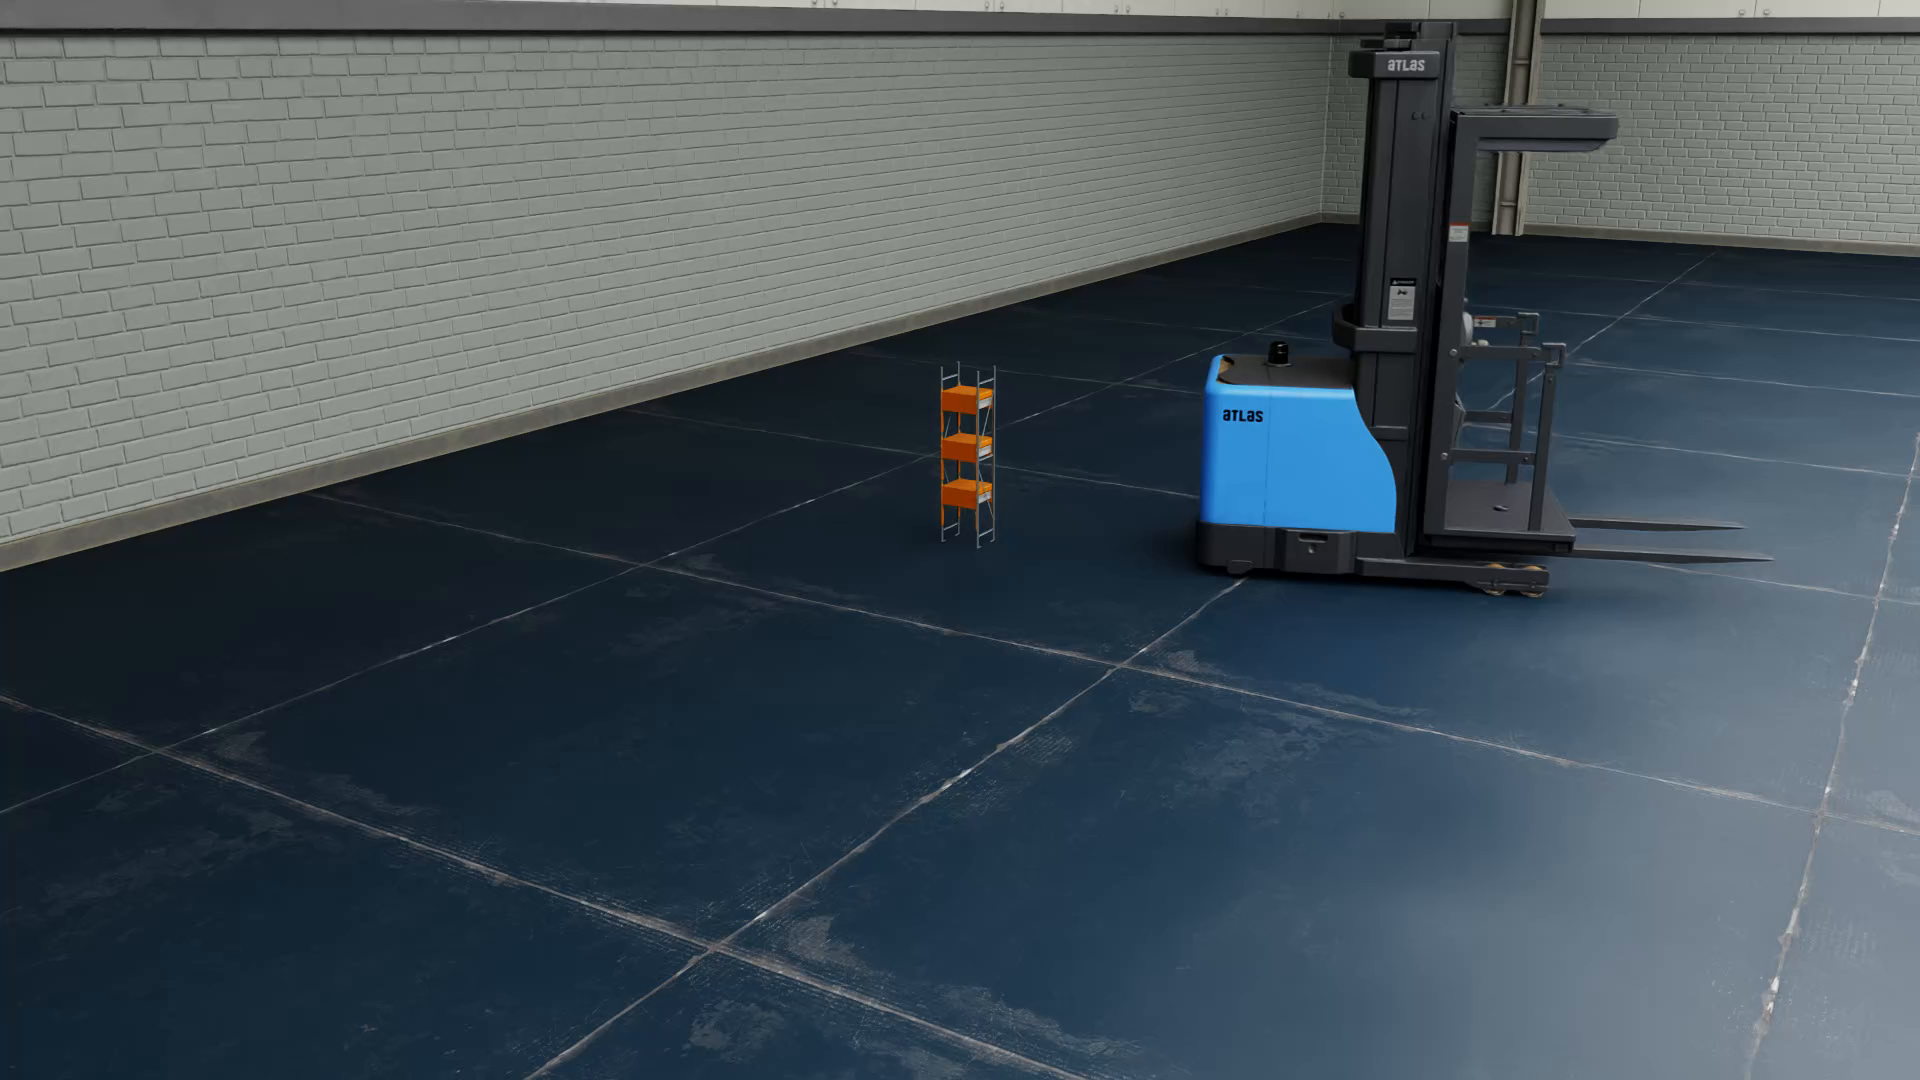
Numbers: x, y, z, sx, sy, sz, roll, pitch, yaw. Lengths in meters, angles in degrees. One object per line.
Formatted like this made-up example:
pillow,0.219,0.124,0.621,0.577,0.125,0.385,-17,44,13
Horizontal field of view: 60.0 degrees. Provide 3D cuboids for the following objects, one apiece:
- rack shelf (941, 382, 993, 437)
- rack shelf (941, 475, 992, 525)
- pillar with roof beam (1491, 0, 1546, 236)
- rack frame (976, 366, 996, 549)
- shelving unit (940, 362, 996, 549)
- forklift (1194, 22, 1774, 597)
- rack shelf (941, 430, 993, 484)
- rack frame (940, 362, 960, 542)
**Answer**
rack shelf,0.046,-0.756,9.622,0.240,0.259,0.215,10,20,30
rack shelf,0.046,-0.218,9.786,0.240,0.259,0.215,10,20,30
pillar with roof beam,5.993,-7.848,20.234,0.400,9.000,9.100,10,20,30
rack frame,0.150,-0.476,9.641,0.008,1.050,0.200,10,20,30
shelving unit,0.046,-0.494,9.702,0.252,1.050,0.215,10,20,30
forklift,2.875,-1.264,9.001,3.031,2.935,1.130,3,17,10
rack shelf,0.046,-0.484,9.705,0.240,0.259,0.215,10,20,30
rack frame,-0.058,-0.513,9.763,0.008,1.050,0.200,10,20,30
